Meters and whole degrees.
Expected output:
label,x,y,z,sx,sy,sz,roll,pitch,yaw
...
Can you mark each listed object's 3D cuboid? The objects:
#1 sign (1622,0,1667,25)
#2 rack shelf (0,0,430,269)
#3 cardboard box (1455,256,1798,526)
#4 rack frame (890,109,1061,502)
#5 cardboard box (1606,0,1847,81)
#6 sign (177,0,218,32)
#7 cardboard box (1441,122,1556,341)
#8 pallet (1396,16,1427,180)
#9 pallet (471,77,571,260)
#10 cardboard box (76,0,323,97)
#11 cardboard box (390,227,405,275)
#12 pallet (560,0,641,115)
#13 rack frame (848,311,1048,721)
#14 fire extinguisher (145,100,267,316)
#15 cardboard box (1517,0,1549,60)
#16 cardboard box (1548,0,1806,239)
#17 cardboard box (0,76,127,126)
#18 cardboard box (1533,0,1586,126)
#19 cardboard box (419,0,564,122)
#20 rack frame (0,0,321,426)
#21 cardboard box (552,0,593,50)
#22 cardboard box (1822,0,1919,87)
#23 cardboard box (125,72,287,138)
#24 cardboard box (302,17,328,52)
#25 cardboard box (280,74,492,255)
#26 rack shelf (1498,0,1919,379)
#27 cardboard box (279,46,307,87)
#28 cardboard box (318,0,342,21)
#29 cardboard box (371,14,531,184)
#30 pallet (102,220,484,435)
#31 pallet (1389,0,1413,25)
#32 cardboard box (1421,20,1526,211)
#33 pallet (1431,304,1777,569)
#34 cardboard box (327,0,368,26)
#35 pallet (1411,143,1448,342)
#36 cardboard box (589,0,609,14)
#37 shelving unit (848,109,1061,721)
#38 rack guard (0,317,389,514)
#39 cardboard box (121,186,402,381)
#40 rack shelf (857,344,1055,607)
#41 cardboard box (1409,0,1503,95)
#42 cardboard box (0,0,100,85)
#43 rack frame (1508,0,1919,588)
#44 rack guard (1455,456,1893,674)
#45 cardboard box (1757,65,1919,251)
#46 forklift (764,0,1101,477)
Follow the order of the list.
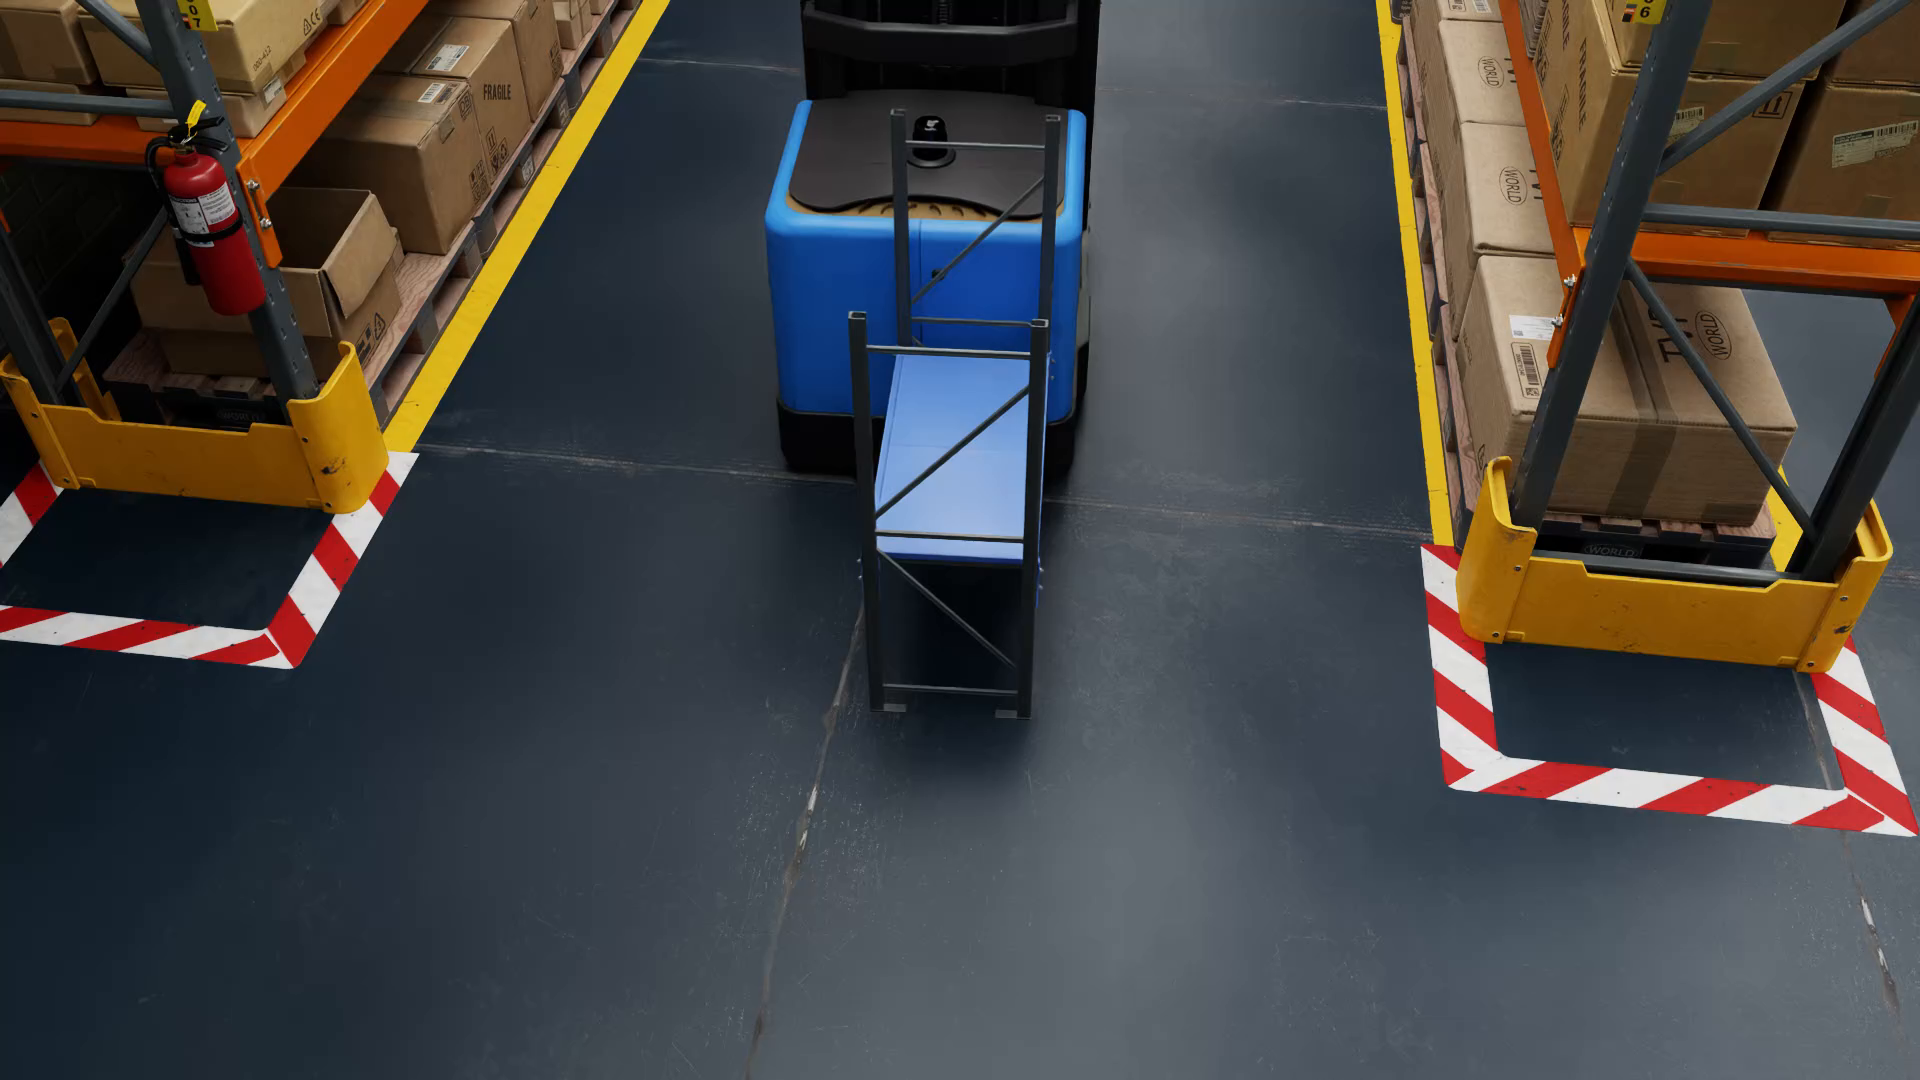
label,x,y,z,sx,sy,sz,roll,pitch,yaw
sign,1.704,-1.410,4.043,0.100,0.325,0.005,5,44,6
rack shelf,-2.417,-2.395,6.621,1.077,0.370,4.000,5,44,6
cardboard box,2.228,-0.526,5.681,0.875,0.438,0.875,4,44,4
rack frame,0.046,-0.704,5.403,0.500,1.500,0.032,3,44,3
cardboard box,2.067,-1.594,4.452,0.500,0.500,0.500,7,44,7
sign,-2.143,-1.558,4.584,0.100,0.325,0.005,5,44,6
cardboard box,2.340,-1.150,6.341,0.875,0.438,0.875,6,44,7
pallet,2.590,-2.047,7.758,1.003,0.211,1.213,5,44,6
pallet,-2.403,-1.705,7.397,1.003,0.211,1.213,5,44,6
cardboard box,-2.354,-1.631,5.184,0.500,0.250,0.500,5,44,6
cardboard box,-2.411,-1.105,6.503,0.380,0.149,0.250,4,44,4
pallet,-2.244,-2.539,8.278,1.003,0.211,1.213,5,44,6
rack frame,-0.030,-0.007,4.667,0.500,1.500,0.032,3,44,3
fire extinguisher,-2.242,-0.987,4.939,0.296,0.674,0.183,5,44,6
cardboard box,2.181,-1.926,5.529,0.500,0.500,0.500,6,44,7
cardboard box,2.041,-1.234,4.799,0.500,0.500,0.500,5,44,6
cardboard box,-2.903,-1.452,5.285,0.380,0.149,0.250,5,44,5
cardboard box,2.122,-1.574,5.158,0.500,0.500,0.500,4,44,5
cardboard box,-2.217,-2.233,7.439,0.700,0.500,0.500,4,44,4
rack frame,-2.681,-1.293,4.934,1.000,3.000,0.127,5,44,6
cardboard box,-1.982,-2.529,7.923,0.396,0.266,0.258,7,44,7
cardboard box,2.585,-1.545,4.400,0.500,0.500,0.500,4,44,5
cardboard box,-2.366,-1.401,5.231,0.380,0.149,0.250,5,44,5
cardboard box,-2.377,-1.761,5.611,0.380,0.149,0.250,5,44,5
cardboard box,-2.355,-1.525,6.692,0.700,0.500,0.500,7,44,7
rack shelf,2.504,-1.946,6.147,1.077,0.370,4.000,5,44,6
cardboard box,-2.378,-1.579,5.418,0.380,0.149,0.250,6,44,7
cardboard box,-2.287,-1.975,5.547,0.500,0.250,0.500,6,44,6
cardboard box,-2.186,-1.876,7.063,0.500,0.500,0.500,6,44,6
pallet,-2.566,-0.876,6.522,1.003,0.211,1.213,5,44,6
pallet,2.796,-3.091,8.861,1.003,0.211,1.213,5,44,6
cardboard box,2.461,-1.764,6.990,0.875,0.438,0.875,4,44,4
pallet,2.268,-0.384,6.002,1.003,0.211,1.213,5,44,6
cardboard box,-2.283,-1.928,5.787,0.380,0.149,0.250,7,44,7
pallet,2.432,-1.213,6.878,1.003,0.211,1.213,5,44,6
cardboard box,-1.935,-2.730,8.220,0.380,0.149,0.250,4,44,4
shelving unit,0.008,-0.356,5.035,0.538,1.500,1.048,3,44,3
rack guard,-2.671,-0.437,5.848,1.175,0.500,0.348,5,44,6
cardboard box,-2.506,-0.947,6.079,0.797,0.503,0.637,4,44,4
rack shelf,0.008,-0.225,5.158,0.538,0.185,1.000,3,44,3
cardboard box,2.579,-2.375,7.634,0.875,0.438,0.875,5,44,5
cardboard box,-2.883,-1.684,5.240,0.500,0.250,0.500,6,44,7
rack frame,2.240,-0.845,4.460,1.000,3.000,0.127,5,44,6
rack guard,2.236,0.079,5.302,1.175,0.500,0.348,5,44,6
cardboard box,2.588,-1.182,4.744,0.500,0.500,0.500,5,44,5
forklift,-0.016,-2.292,6.039,1.130,2.935,3.031,3,44,3
